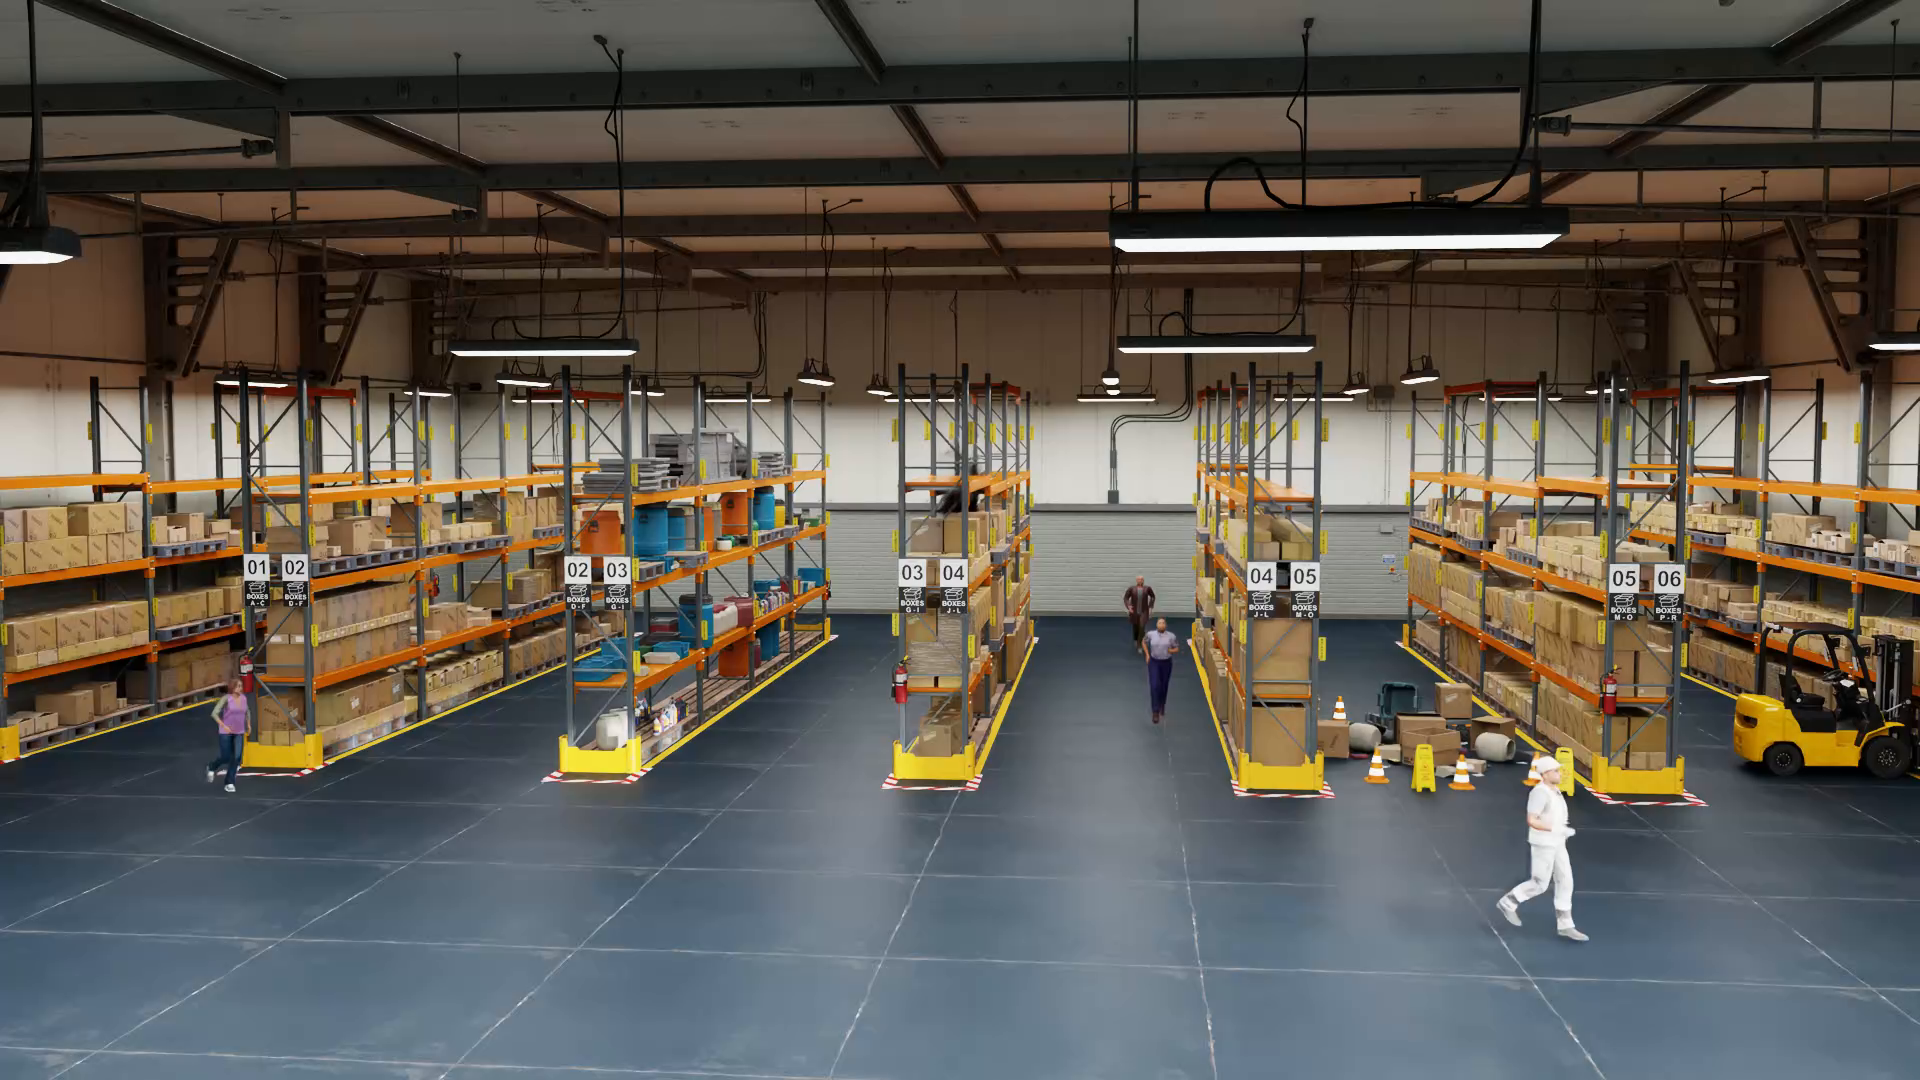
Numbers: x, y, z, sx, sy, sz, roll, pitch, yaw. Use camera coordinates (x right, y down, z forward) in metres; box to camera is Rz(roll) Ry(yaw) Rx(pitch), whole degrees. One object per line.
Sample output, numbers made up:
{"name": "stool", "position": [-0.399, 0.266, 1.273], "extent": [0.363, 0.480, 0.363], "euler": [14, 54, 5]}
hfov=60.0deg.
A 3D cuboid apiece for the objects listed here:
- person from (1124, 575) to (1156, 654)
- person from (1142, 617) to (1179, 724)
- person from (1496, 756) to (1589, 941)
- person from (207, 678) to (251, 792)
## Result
{"name": "person", "position": [4.112, 1.682, 38.118], "extent": [0.730, 1.783, 0.948], "euler": [1, 4, 8]}
{"name": "person", "position": [3.327, 2.129, 27.505], "extent": [0.594, 1.702, 0.763], "euler": [0, 4, 0]}
{"name": "person", "position": [5.799, 3.027, 16.493], "extent": [0.895, 1.778, 0.664], "euler": [3, 5, 40]}
{"name": "person", "position": [-10.277, 2.740, 23.461], "extent": [0.649, 1.537, 0.591], "euler": [2, 4, 34]}
